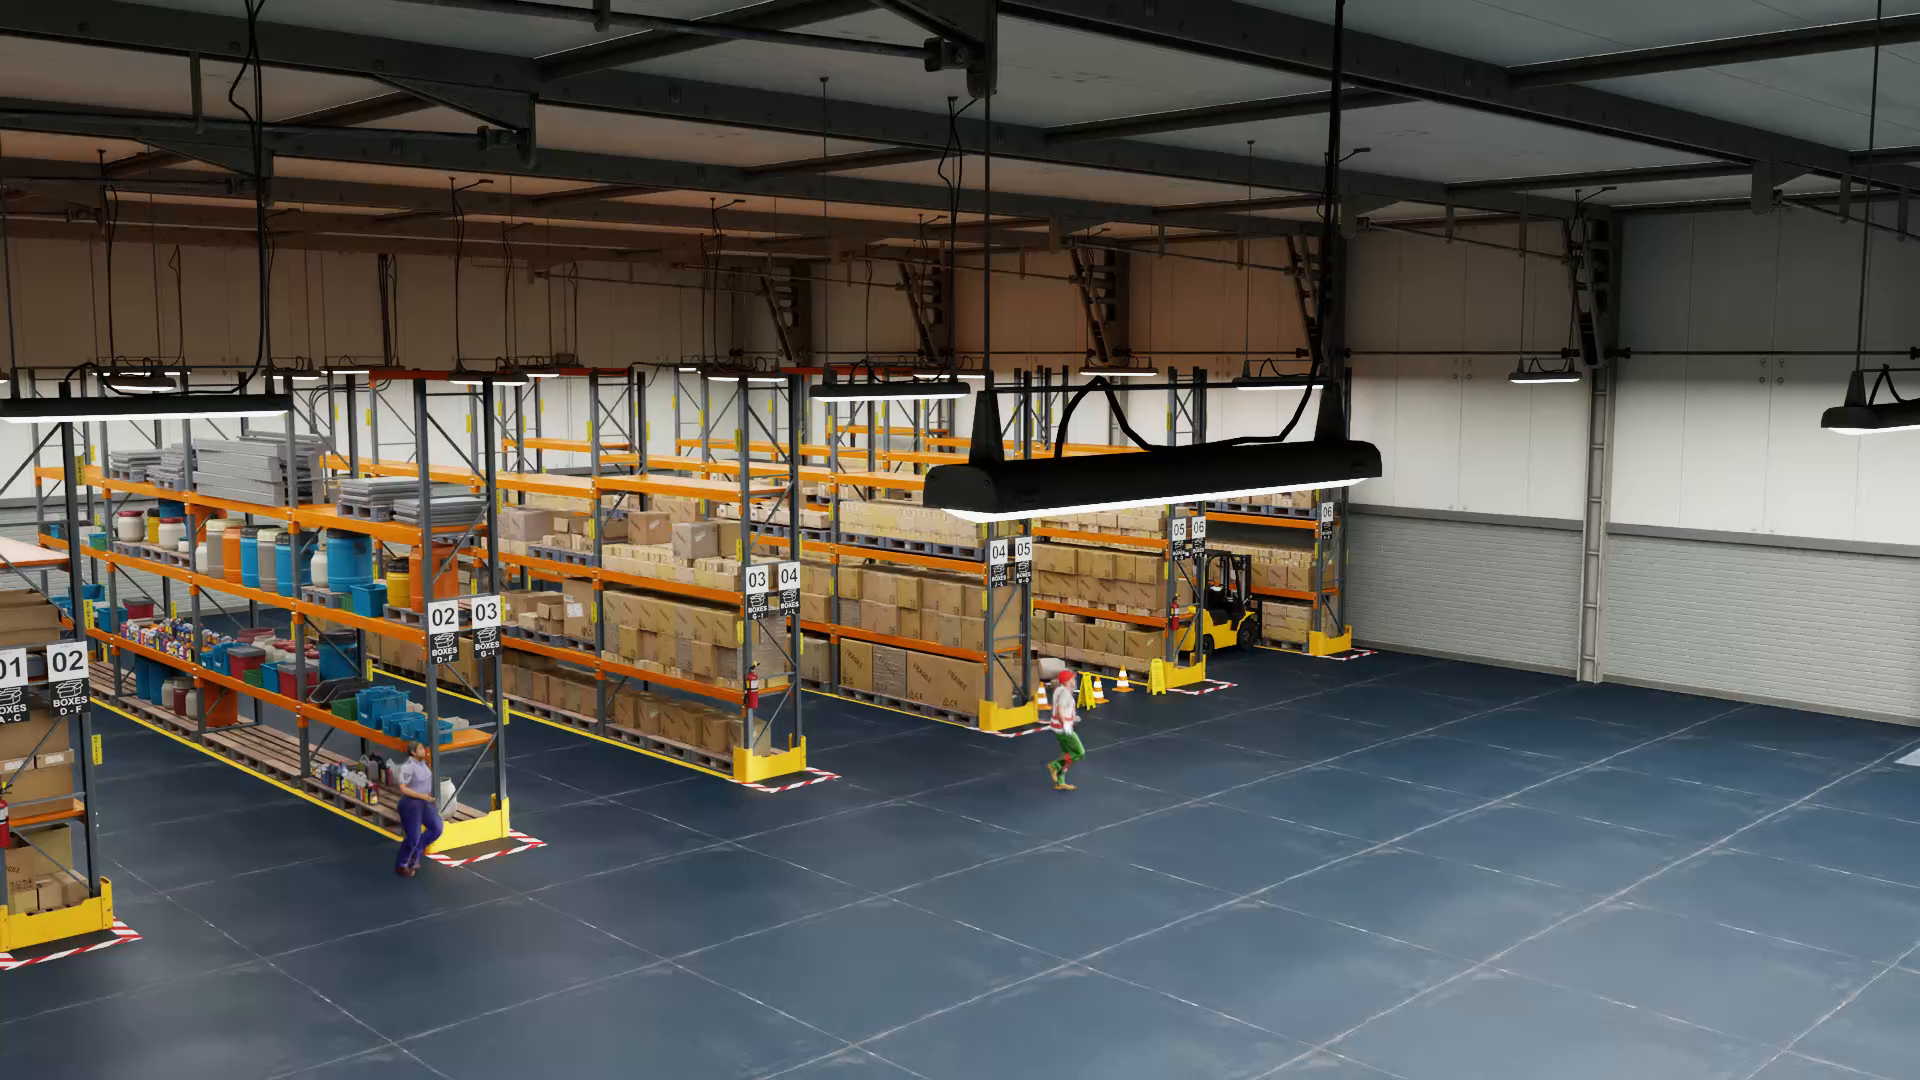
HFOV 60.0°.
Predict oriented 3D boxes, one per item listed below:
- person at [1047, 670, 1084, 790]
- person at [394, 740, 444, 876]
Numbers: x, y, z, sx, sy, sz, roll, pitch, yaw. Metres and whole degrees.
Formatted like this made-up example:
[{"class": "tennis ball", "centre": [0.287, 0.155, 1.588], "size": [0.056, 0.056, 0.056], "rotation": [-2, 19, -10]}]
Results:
[{"class": "person", "centre": [1.520, 2.749, 24.141], "size": [0.580, 1.737, 0.669], "rotation": [-1, 7, -13]}, {"class": "person", "centre": [-6.607, 3.245, 20.306], "size": [0.541, 1.612, 0.625], "rotation": [1, 7, 11]}]
